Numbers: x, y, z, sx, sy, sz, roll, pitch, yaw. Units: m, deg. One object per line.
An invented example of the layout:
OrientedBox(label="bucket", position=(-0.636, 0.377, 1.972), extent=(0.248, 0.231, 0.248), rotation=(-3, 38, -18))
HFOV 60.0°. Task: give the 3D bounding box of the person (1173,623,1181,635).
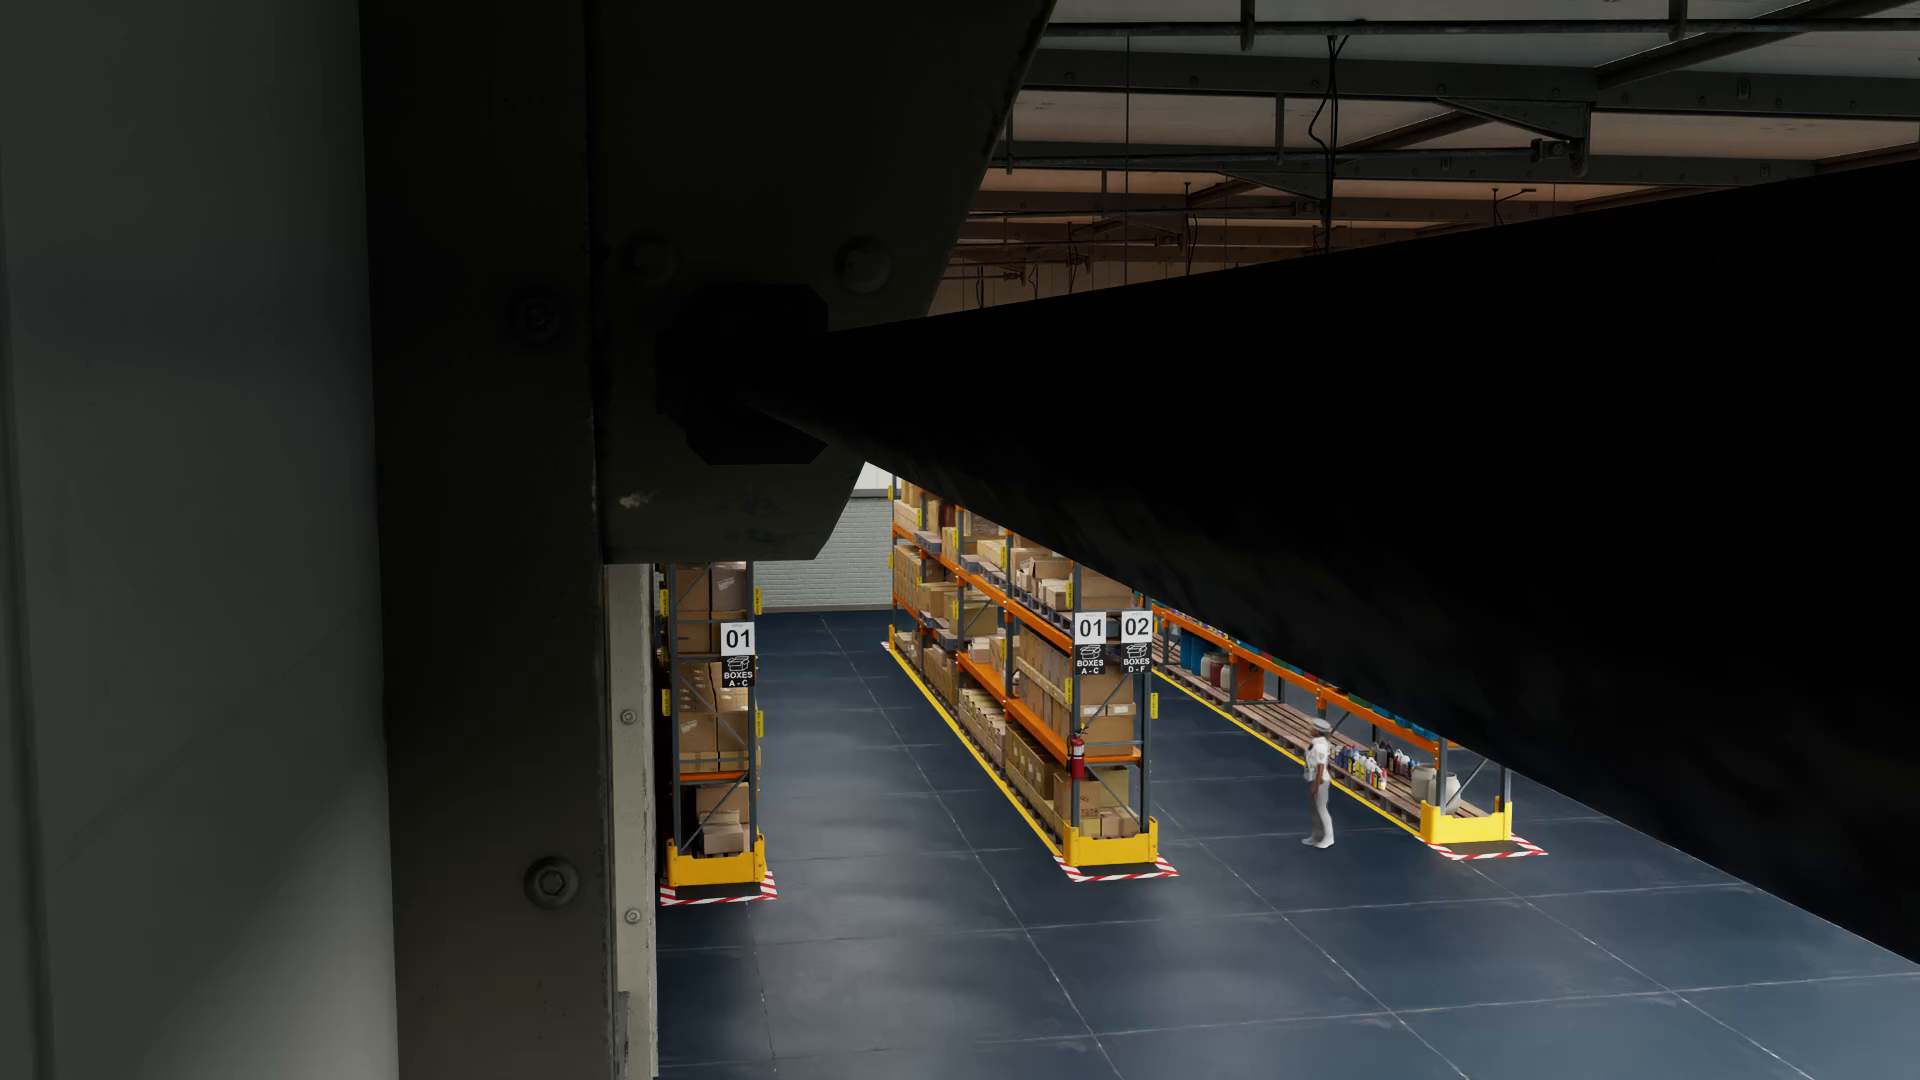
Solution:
OrientedBox(label="person", position=(5.075, 1.343, 38.422), extent=(0.531, 1.696, 0.418), rotation=(0, 6, -3))

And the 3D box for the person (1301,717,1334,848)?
OrientedBox(label="person", position=(4.658, 3.157, 21.654), extent=(0.444, 1.707, 0.488), rotation=(-1, 6, -11))

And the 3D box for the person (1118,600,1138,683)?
OrientedBox(label="person", position=(3.248, 1.995, 31.732), extent=(0.473, 1.692, 0.678), rotation=(1, 6, 7))
